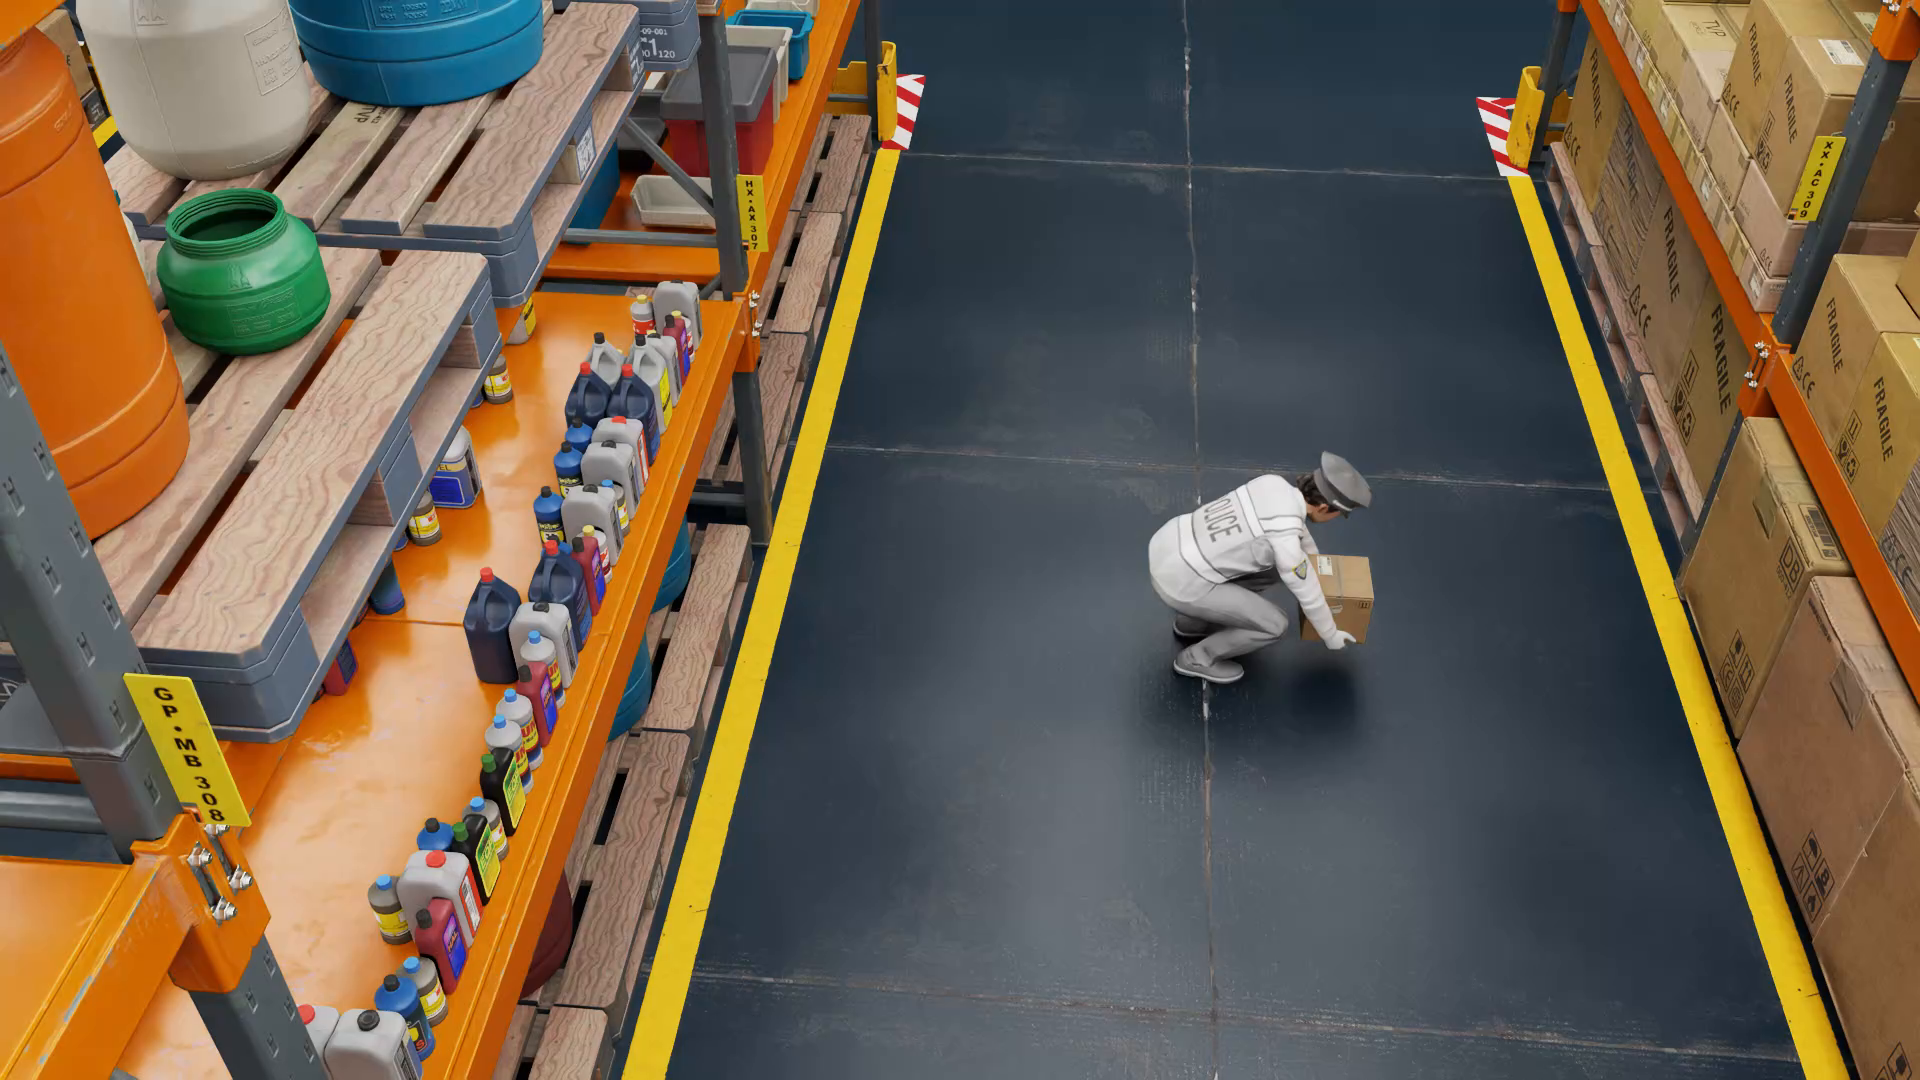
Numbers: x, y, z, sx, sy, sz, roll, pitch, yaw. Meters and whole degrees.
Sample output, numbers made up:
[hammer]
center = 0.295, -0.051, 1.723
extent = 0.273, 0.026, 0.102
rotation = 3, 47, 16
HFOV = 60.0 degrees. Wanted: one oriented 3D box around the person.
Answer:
[person]
center = 1.169, 0.097, 6.581
extent = 0.848, 0.982, 0.463
rotation = 2, 40, 3
